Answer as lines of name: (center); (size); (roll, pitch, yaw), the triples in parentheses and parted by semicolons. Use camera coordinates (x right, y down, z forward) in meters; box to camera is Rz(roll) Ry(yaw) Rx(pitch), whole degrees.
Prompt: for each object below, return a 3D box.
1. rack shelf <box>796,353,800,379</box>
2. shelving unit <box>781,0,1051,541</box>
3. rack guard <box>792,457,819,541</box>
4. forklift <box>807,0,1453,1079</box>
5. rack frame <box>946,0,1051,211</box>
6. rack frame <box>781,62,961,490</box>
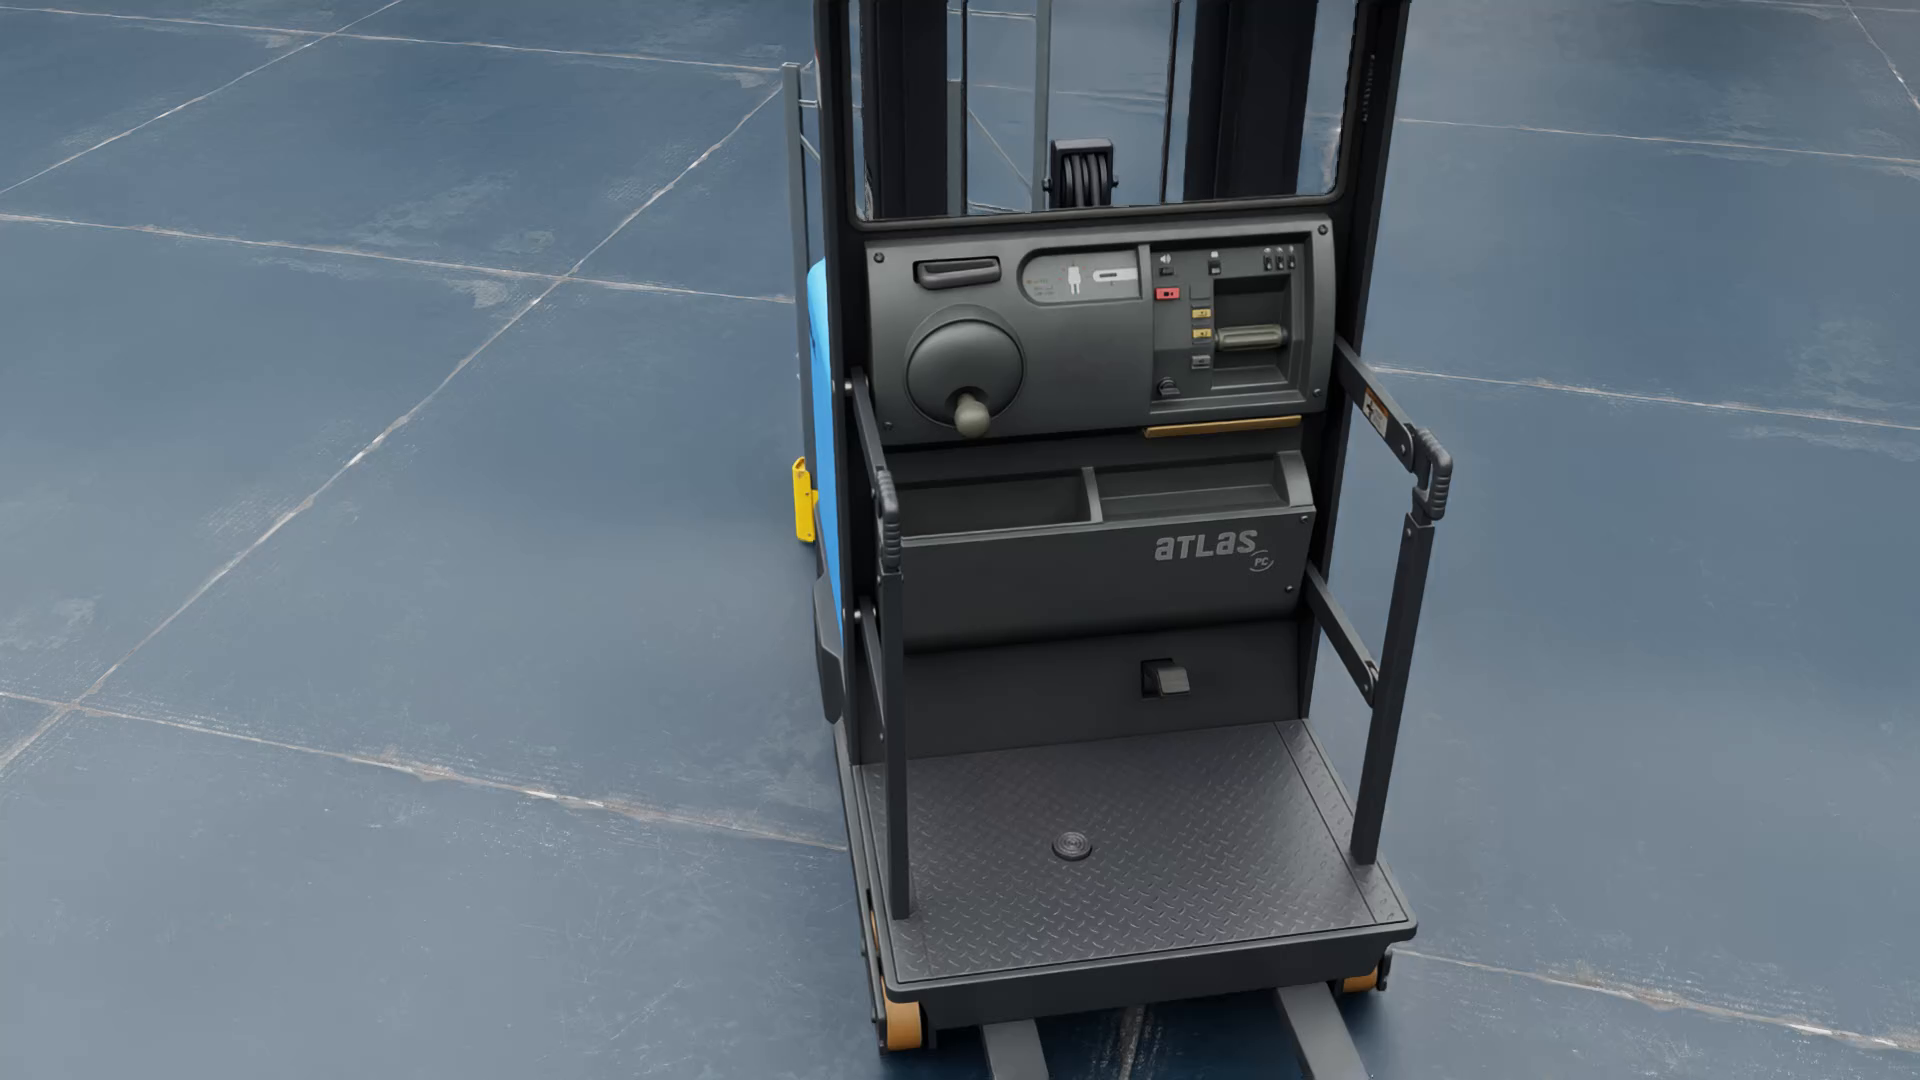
rack shelf: (-0.096, -0.720, 5.320); (0.538, 0.185, 1.000); (9, 33, 13)
shelving unit: (-0.094, -0.877, 5.231); (0.587, 1.500, 1.083); (9, 33, 13)
rack guard: (-0.229, -0.092, 5.162); (0.587, 0.250, 0.087); (9, 33, 13)
forklift: (0.321, -0.361, 3.086); (1.130, 2.935, 3.031); (-5, 33, -8)
rack frame: (0.042, -1.134, 5.636); (0.500, 1.500, 0.032); (9, 33, 13)
rack frame: (-0.234, -0.609, 4.811); (0.500, 1.500, 0.032); (9, 33, 13)
